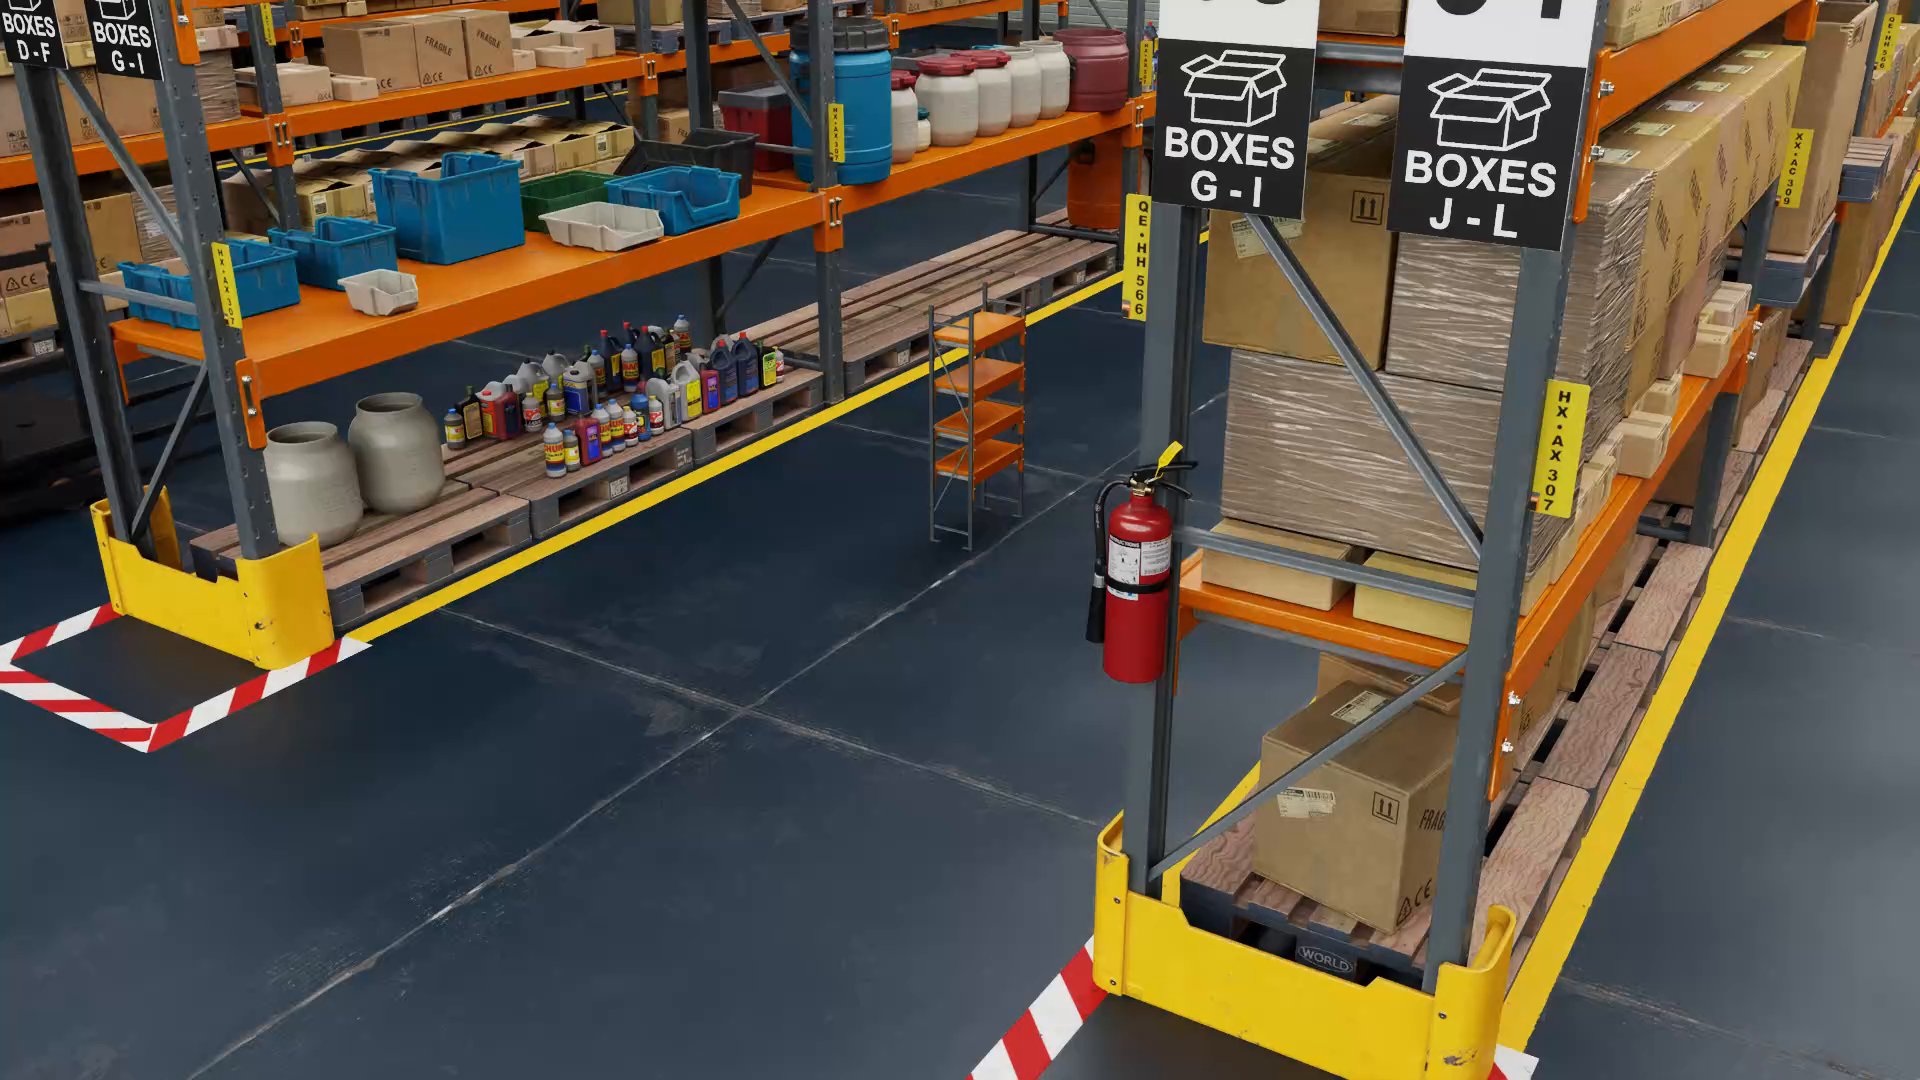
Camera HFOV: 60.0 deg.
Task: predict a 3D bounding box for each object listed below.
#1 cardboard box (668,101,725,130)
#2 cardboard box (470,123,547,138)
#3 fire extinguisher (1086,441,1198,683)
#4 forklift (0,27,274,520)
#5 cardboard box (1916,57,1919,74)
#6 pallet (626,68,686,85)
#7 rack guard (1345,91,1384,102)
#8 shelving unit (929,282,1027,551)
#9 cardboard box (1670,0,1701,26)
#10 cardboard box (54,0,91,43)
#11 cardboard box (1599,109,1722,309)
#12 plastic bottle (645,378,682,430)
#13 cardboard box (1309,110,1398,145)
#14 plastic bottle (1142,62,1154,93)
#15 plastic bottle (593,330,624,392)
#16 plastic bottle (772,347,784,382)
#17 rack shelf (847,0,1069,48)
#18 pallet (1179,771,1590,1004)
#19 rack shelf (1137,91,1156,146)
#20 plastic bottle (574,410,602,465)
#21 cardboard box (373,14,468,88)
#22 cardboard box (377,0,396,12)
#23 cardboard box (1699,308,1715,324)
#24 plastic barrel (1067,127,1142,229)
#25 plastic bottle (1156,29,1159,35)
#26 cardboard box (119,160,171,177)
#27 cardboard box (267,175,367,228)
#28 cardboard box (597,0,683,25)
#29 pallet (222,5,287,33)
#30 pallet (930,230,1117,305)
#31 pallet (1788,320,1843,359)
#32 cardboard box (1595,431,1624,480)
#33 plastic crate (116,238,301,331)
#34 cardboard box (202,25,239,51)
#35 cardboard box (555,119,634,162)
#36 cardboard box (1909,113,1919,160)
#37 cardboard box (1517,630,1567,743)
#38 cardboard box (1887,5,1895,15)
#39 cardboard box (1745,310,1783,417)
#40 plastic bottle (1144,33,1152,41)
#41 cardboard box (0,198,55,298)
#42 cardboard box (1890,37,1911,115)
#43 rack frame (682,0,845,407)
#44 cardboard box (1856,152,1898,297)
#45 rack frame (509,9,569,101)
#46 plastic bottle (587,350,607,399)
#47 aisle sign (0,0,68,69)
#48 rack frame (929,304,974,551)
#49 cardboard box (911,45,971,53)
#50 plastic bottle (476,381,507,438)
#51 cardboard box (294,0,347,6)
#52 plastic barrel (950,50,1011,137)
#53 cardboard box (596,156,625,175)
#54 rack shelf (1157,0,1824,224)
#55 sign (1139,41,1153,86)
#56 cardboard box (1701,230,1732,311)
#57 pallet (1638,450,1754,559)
[{"bbox_3d":[-2.509,-4.031,16.379,0.500,0.500,0.500,13,27,27],"label":"cardboard box"},{"bbox_3d":[-4.059,-3.599,15.014,0.500,0.311,0.500,13,27,28],"label":"cardboard box"},{"bbox_3d":[0.479,0.050,4.456,0.296,0.674,0.183,14,27,29],"label":"fire extinguisher"},{"bbox_3d":[-5.075,-1.596,8.247,1.130,2.935,3.031,15,28,31],"label":"forklift"},{"bbox_3d":[7.976,-4.070,14.192,0.380,0.149,0.250,15,28,31],"label":"cardboard box"},{"bbox_3d":[-4.253,-6.466,22.920,1.003,0.211,1.213,14,27,29],"label":"pallet"},{"bbox_3d":[5.165,-5.229,19.700,1.175,0.500,0.348,14,27,29],"label":"rack guard"},{"bbox_3d":[0.087,-0.606,8.141,0.258,1.200,0.503,14,27,29],"label":"shelving unit"},{"bbox_3d":[1.672,-1.519,4.396,0.500,0.250,0.500,13,27,28],"label":"cardboard box"},{"bbox_3d":[-6.132,-3.505,10.812,0.700,0.500,0.500,14,27,29],"label":"cardboard box"},{"bbox_3d":[1.985,-1.033,5.103,0.500,0.500,0.500,14,27,29],"label":"cardboard box"},{"bbox_3d":[-1.622,-0.762,9.109,0.152,0.276,0.135,14,27,30],"label":"plastic bottle"},{"bbox_3d":[1.270,-0.976,4.970,0.500,0.500,0.500,14,27,29],"label":"cardboard box"},{"bbox_3d":[1.446,-3.687,13.147,0.152,0.276,0.135,14,27,29],"label":"plastic bottle"},{"bbox_3d":[-2.045,-1.052,9.686,0.144,0.351,0.185,13,26,27],"label":"plastic bottle"},{"bbox_3d":[-1.093,-1.045,9.858,0.097,0.201,0.097,0,23,0],"label":"plastic bottle"},{"bbox_3d":[-0.098,-6.400,20.163,1.077,0.370,4.000,14,27,29],"label":"rack shelf"},{"bbox_3d":[1.430,1.060,5.536,1.003,0.211,1.213,14,27,29],"label":"pallet"},{"bbox_3d":[1.998,-4.010,14.643,1.077,0.370,4.000,14,27,29],"label":"rack shelf"},{"bbox_3d":[-1.921,-0.540,8.587,0.061,0.283,0.133,14,27,30],"label":"plastic bottle"},{"bbox_3d":[-4.412,-4.003,13.596,0.500,0.500,0.500,14,27,29],"label":"cardboard box"},{"bbox_3d":[-6.593,-6.053,18.748,0.380,0.149,0.250,15,27,30],"label":"cardboard box"},{"bbox_3d":[2.854,-0.874,6.809,0.380,0.149,0.250,14,27,29],"label":"cardboard box"},{"bbox_3d":[1.187,-3.031,13.679,0.600,0.830,0.708,14,27,29],"label":"plastic barrel"},{"bbox_3d":[1.739,-4.423,14.853,0.097,0.271,0.097,0,23,0],"label":"plastic bottle"},{"bbox_3d":[-5.884,-2.539,12.327,0.500,0.500,0.500,14,27,29],"label":"cardboard box"},{"bbox_3d":[-4.943,-2.630,12.776,0.500,0.311,0.500,14,27,29],"label":"cardboard box"},{"bbox_3d":[-3.027,-5.179,15.784,0.700,0.500,0.500,5,24,11],"label":"cardboard box"},{"bbox_3d":[-7.759,-5.391,17.168,1.213,0.211,1.003,14,27,29],"label":"pallet"},{"bbox_3d":[0.501,-2.132,12.910,1.003,0.211,1.213,14,27,29],"label":"pallet"},{"bbox_3d":[5.631,-1.598,11.676,1.003,0.211,1.213,14,27,29],"label":"pallet"},{"bbox_3d":[1.938,-0.282,5.441,0.380,0.149,0.250,14,27,29],"label":"cardboard box"},{"bbox_3d":[-3.267,-1.129,7.269,0.499,0.251,0.616,14,27,29],"label":"plastic crate"},{"bbox_3d":[-5.335,-3.562,11.759,0.380,0.149,0.250,14,27,29],"label":"cardboard box"},{"bbox_3d":[-3.330,-3.665,15.166,0.500,0.311,0.500,15,27,30],"label":"cardboard box"},{"bbox_3d":[9.101,-4.312,16.582,0.875,0.875,0.875,14,27,29],"label":"cardboard box"},{"bbox_3d":[1.907,0.404,6.160,0.500,0.500,0.500,17,29,34],"label":"cardboard box"},{"bbox_3d":[6.559,-4.037,12.412,0.797,0.503,0.637,14,27,30],"label":"cardboard box"},{"bbox_3d":[4.240,-1.069,9.537,0.700,0.500,0.500,16,28,33],"label":"cardboard box"},{"bbox_3d":[1.617,-4.256,14.452,0.061,0.283,0.133,14,27,29],"label":"plastic bottle"},{"bbox_3d":[-6.218,-1.920,10.897,0.500,0.500,0.500,14,27,29],"label":"cardboard box"},{"bbox_3d":[6.710,-3.465,12.352,0.500,0.500,0.500,14,27,28],"label":"cardboard box"},{"bbox_3d":[-1.167,-2.315,9.823,1.000,3.000,0.127,14,27,29],"label":"rack frame"},{"bbox_3d":[6.009,-2.373,12.102,1.225,0.875,0.875,14,27,29],"label":"cardboard box"},{"bbox_3d":[-5.364,-7.092,20.856,1.000,3.000,0.127,14,27,29],"label":"rack frame"},{"bbox_3d":[-2.091,-0.959,9.569,0.097,0.271,0.097,0,23,0],"label":"plastic bottle"},{"bbox_3d":[-3.567,-2.196,6.275,0.394,0.787,0.004,14,27,29],"label":"aisle sign"},{"bbox_3d":[-0.041,-0.524,7.950,0.240,1.200,0.015,14,27,29],"label":"rack frame"},{"bbox_3d":[-0.166,-5.746,20.336,0.797,0.503,0.637,14,27,29],"label":"cardboard box"},{"bbox_3d":[-2.524,-0.708,8.985,0.152,0.276,0.135,14,27,29],"label":"plastic bottle"},{"bbox_3d":[-7.000,-6.043,17.909,0.500,0.500,0.500,15,27,30],"label":"cardboard box"},{"bbox_3d":[0.139,-3.048,11.345,0.433,0.535,0.433,0,23,0],"label":"plastic barrel"},{"bbox_3d":[-3.333,-3.407,15.277,0.500,0.250,0.500,15,27,30],"label":"cardboard box"},{"bbox_3d":[1.986,-1.649,5.413,1.077,0.370,4.000,14,27,29],"label":"rack shelf"},{"bbox_3d":[1.414,-3.627,12.648,0.100,0.325,0.005,14,27,29],"label":"sign"},{"bbox_3d":[2.751,-1.321,7.025,0.875,0.500,0.500,14,27,29],"label":"cardboard box"},{"bbox_3d":[3.450,-0.261,8.587,1.003,0.211,1.213,14,27,29],"label":"pallet"}]
